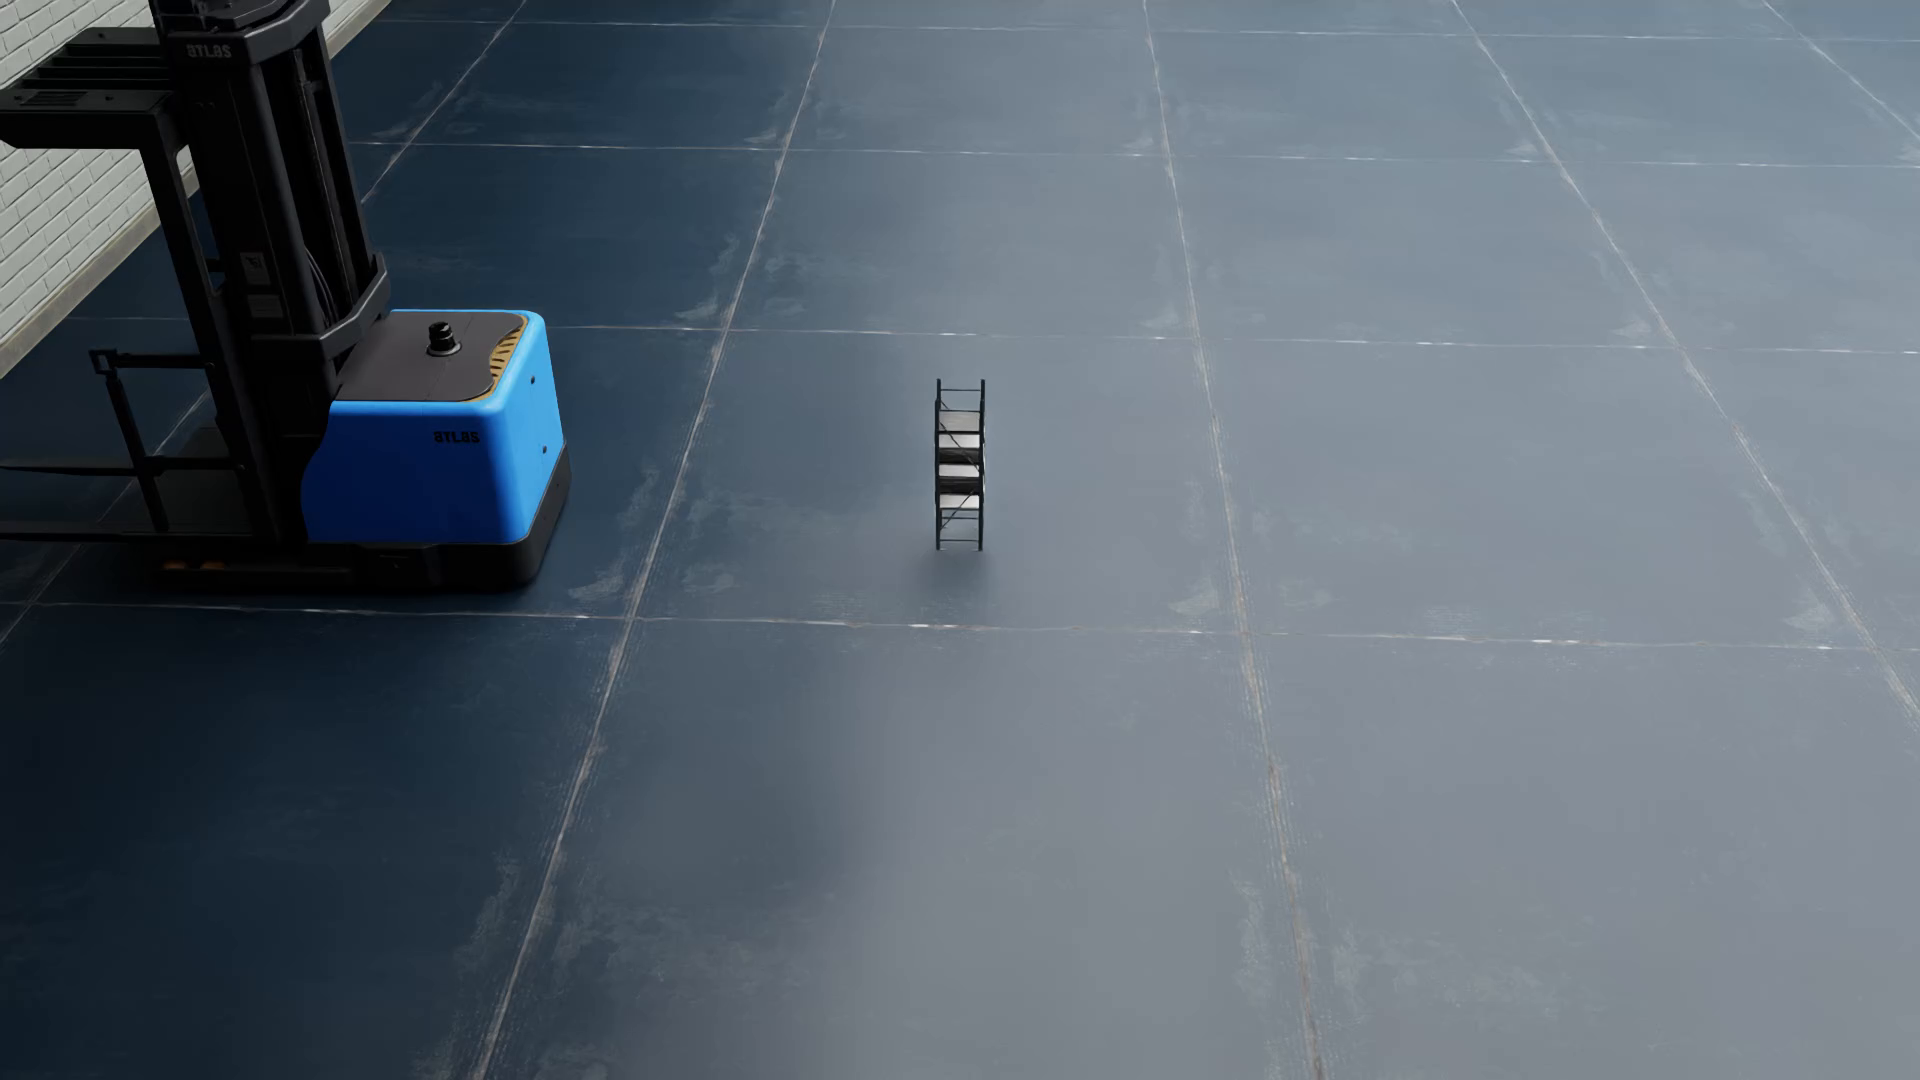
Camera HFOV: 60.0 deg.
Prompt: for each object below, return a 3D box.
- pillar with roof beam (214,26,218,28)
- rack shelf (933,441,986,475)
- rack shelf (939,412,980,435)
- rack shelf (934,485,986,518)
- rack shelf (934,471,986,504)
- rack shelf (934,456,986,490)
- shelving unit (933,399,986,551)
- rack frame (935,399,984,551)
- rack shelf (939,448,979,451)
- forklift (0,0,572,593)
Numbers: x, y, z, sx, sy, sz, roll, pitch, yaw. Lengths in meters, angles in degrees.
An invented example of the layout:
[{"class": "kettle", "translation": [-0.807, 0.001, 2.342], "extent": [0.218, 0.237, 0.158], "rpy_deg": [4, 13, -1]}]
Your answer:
[{"class": "pillar with roof beam", "translation": [-1.244, -6.743, 10.464], "extent": [9.100, 9.000, 0.400], "rpy_deg": [1, 35, 2]}, {"class": "rack shelf", "translation": [0.000, -0.419, 8.411], "extent": [0.258, 0.077, 0.200], "rpy_deg": [1, 35, 2]}, {"class": "rack shelf", "translation": [0.000, -0.583, 8.296], "extent": [0.221, 0.026, 0.190], "rpy_deg": [1, 35, 2]}, {"class": "rack shelf", "translation": [0.000, -0.198, 8.566], "extent": [0.258, 0.077, 0.200], "rpy_deg": [1, 35, 2]}, {"class": "rack shelf", "translation": [0.000, -0.272, 8.515], "extent": [0.258, 0.077, 0.200], "rpy_deg": [1, 35, 2]}, {"class": "rack shelf", "translation": [0.000, -0.346, 8.463], "extent": [0.258, 0.077, 0.200], "rpy_deg": [1, 35, 2]}, {"class": "shelving unit", "translation": [0.000, -0.371, 8.442], "extent": [0.258, 0.900, 0.205], "rpy_deg": [1, 35, 2]}, {"class": "rack frame", "translation": [-0.004, -0.314, 8.360], "extent": [0.240, 0.900, 0.006], "rpy_deg": [1, 35, 2]}, {"class": "rack shelf", "translation": [0.000, -0.505, 8.351], "extent": [0.199, 0.015, 0.184], "rpy_deg": [1, 35, 2]}, {"class": "forklift", "translation": [-3.630, -1.212, 7.926], "extent": [3.031, 2.867, 1.129], "rpy_deg": [1, 35, 1]}]
